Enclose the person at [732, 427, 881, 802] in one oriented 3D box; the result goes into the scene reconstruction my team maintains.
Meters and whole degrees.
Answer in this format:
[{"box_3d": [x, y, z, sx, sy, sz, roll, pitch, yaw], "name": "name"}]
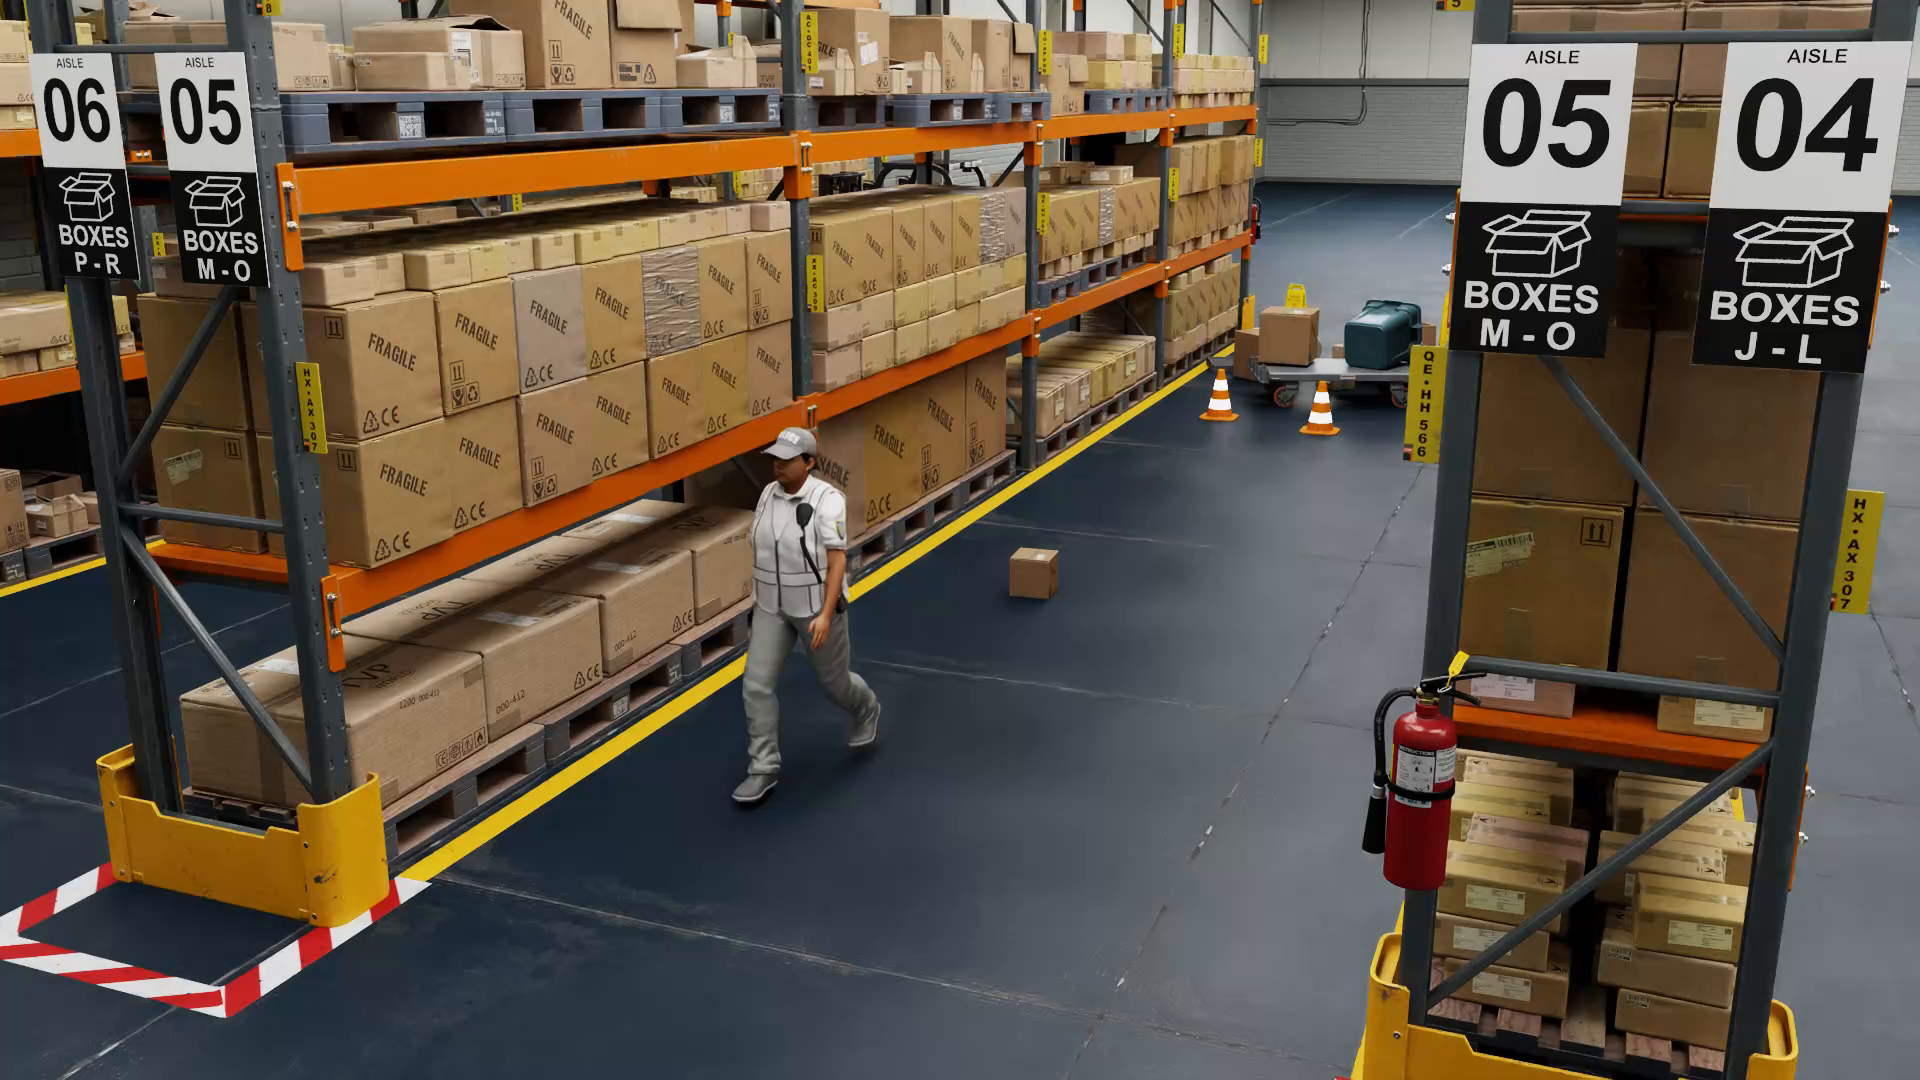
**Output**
[{"box_3d": [-0.695, 0.290, 7.453, 0.479, 1.607, 0.949, 7, 17, 23], "name": "person"}]
